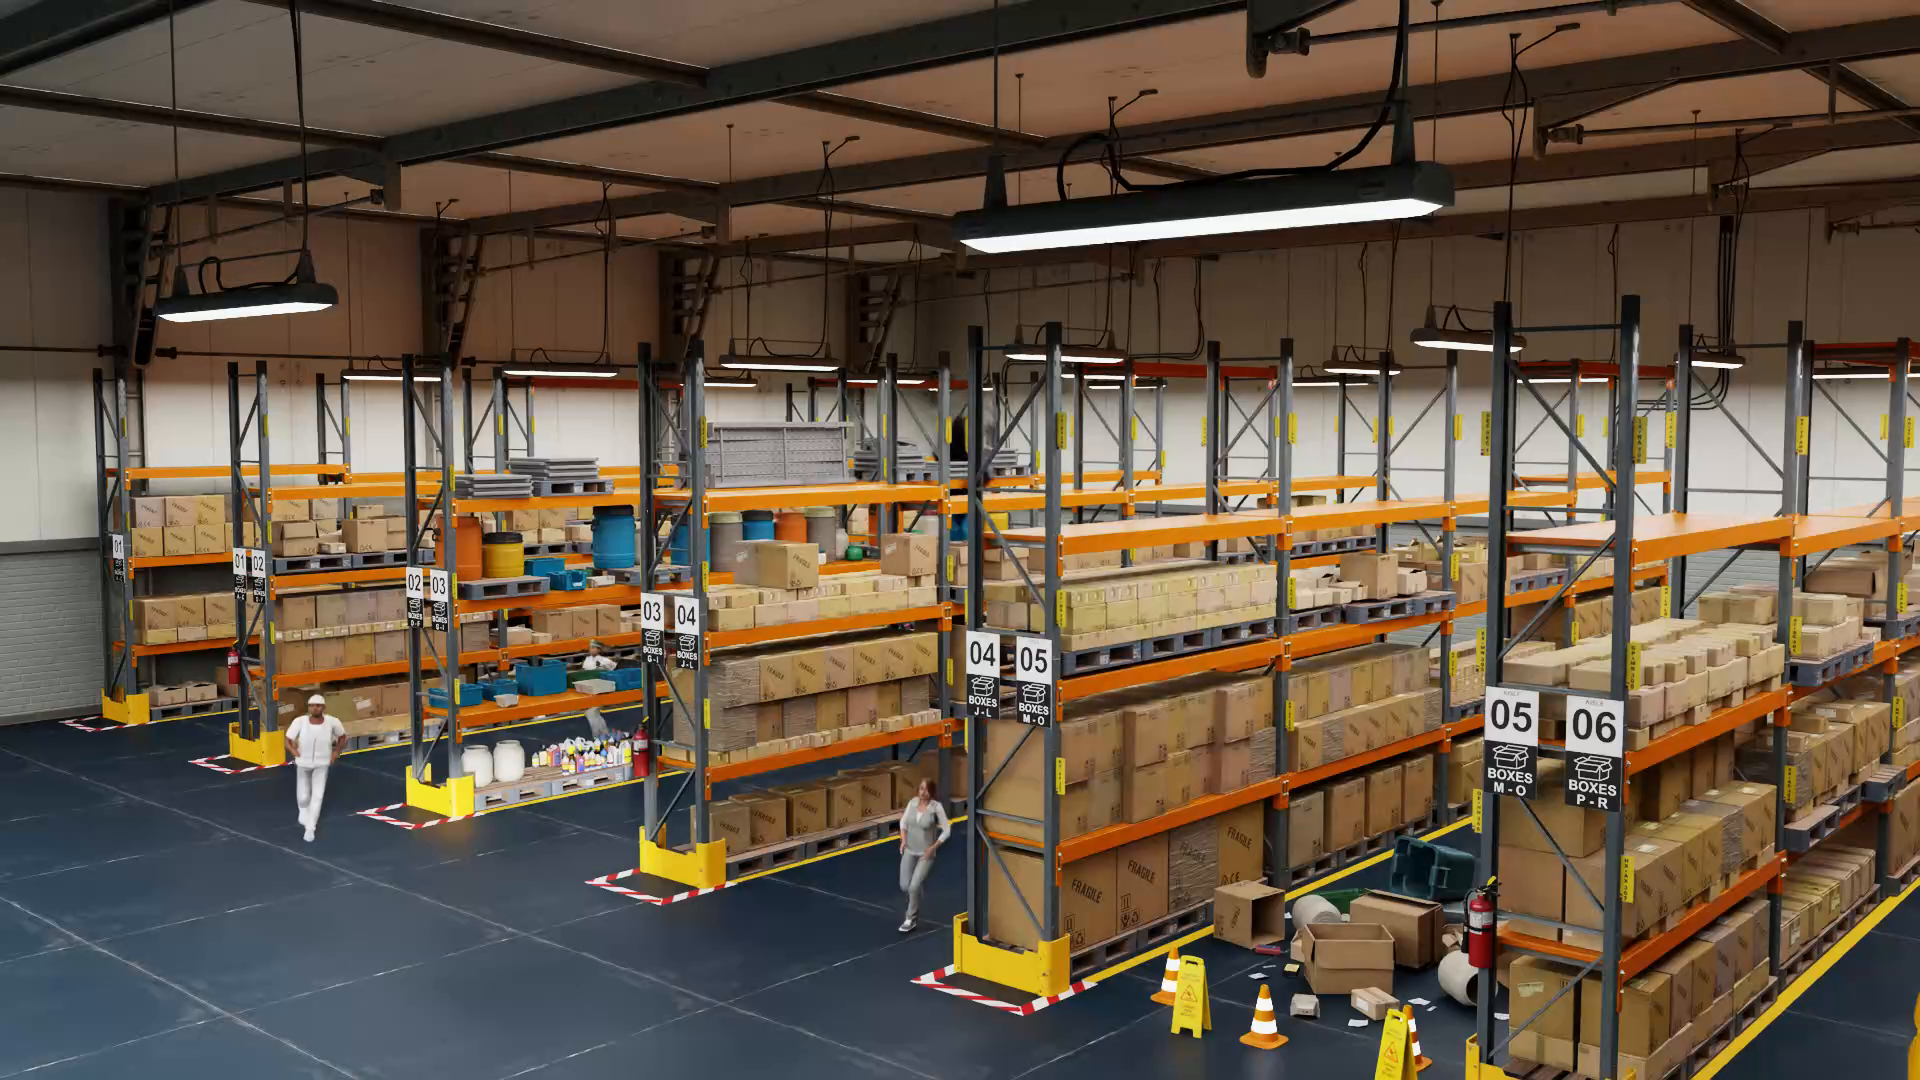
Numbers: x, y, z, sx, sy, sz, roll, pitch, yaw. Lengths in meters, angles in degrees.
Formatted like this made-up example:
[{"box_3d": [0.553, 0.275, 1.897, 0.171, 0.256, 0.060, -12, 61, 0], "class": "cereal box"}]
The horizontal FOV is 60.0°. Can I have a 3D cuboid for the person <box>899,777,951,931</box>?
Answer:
[{"box_3d": [-0.355, 3.162, 16.817, 0.569, 1.533, 0.538, 1, 4, 19], "class": "person"}]

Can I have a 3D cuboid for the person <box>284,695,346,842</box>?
[{"box_3d": [-7.994, 2.783, 20.634, 0.710, 1.761, 0.837, -1, 4, -17], "class": "person"}]

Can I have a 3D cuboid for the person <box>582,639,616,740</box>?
[{"box_3d": [-5.715, 2.410, 26.044, 0.592, 1.729, 0.684, 3, 5, 34], "class": "person"}]
